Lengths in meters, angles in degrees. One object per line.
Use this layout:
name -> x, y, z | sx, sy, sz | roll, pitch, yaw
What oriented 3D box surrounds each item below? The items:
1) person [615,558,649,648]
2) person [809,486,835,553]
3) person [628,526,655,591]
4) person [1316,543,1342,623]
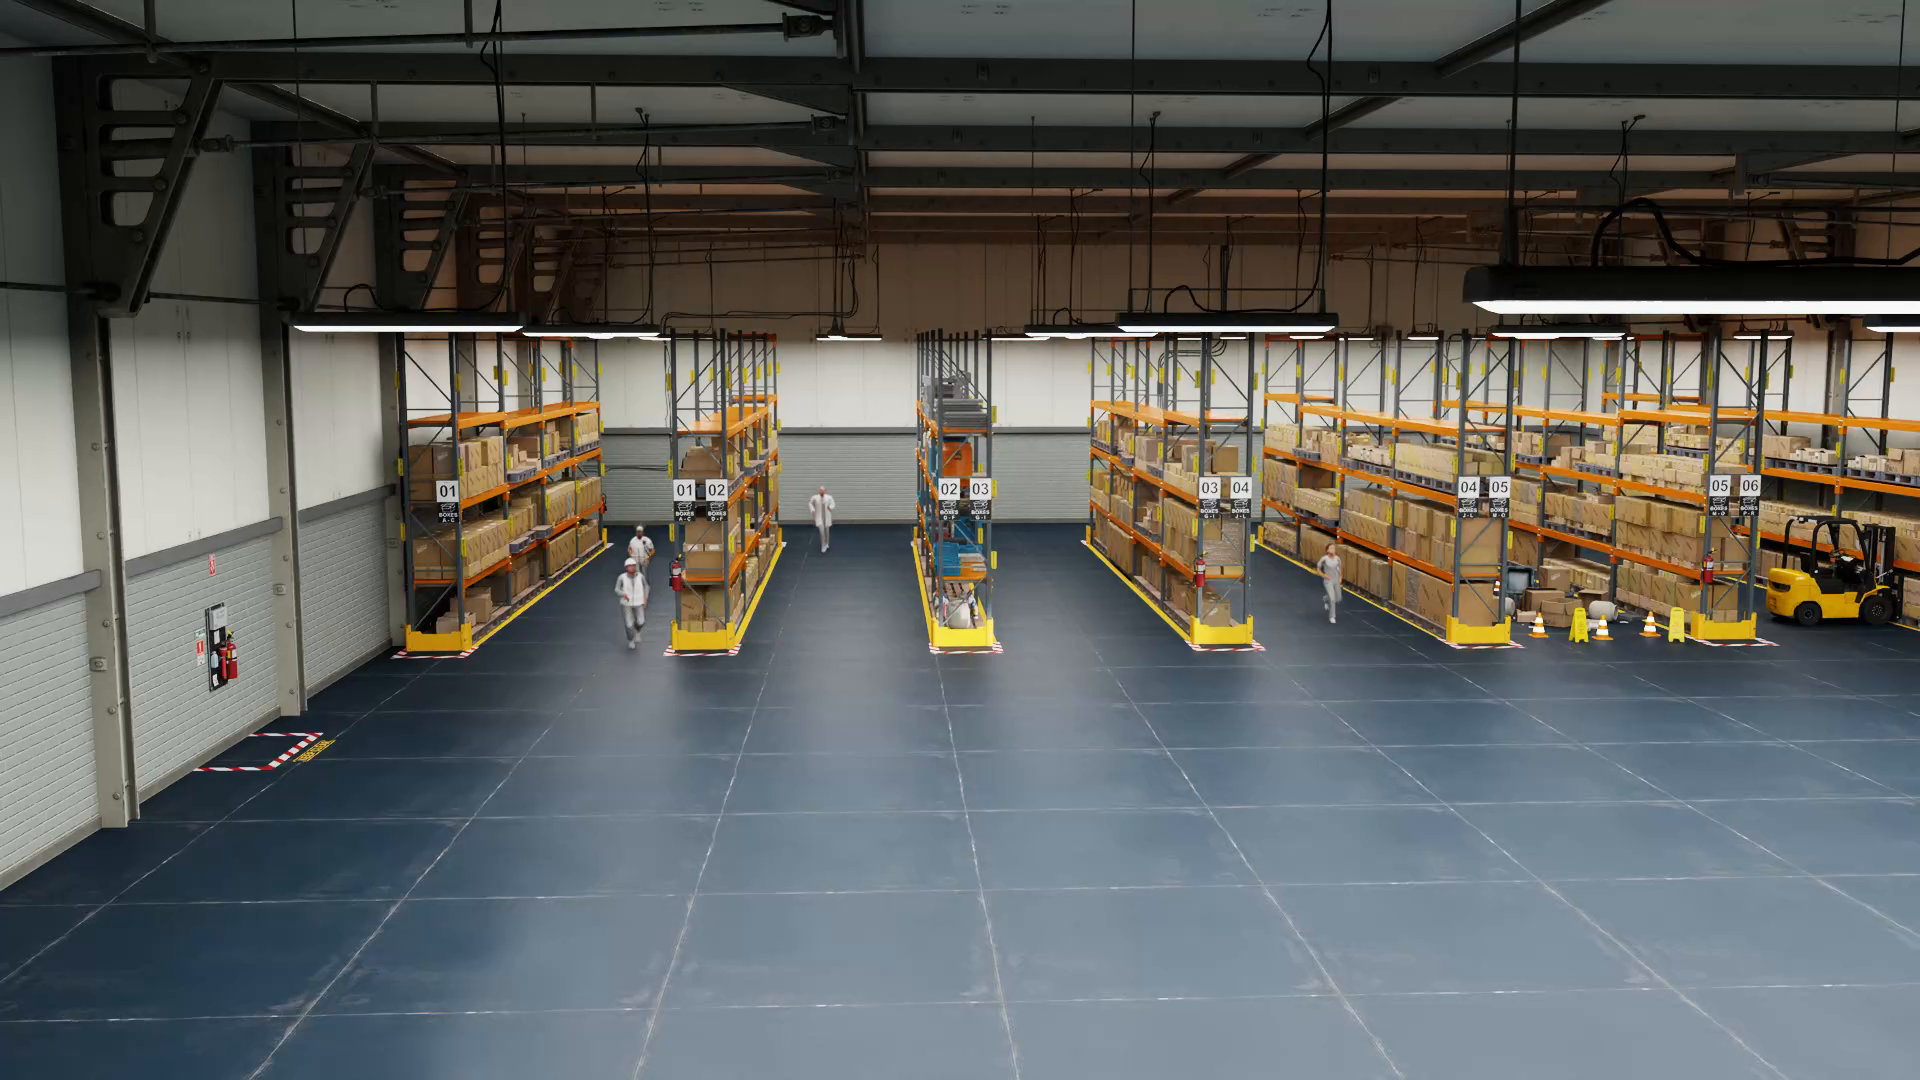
person -> -6.148, 1.196, 31.276 | 0.662, 1.724, 0.625 | -2, 7, -19
person -> -3.803, -0.593, 46.072 | 0.713, 1.805, 0.937 | -2, 7, -13
person -> -7.187, 0.505, 37.473 | 0.618, 1.648, 0.719 | 0, 7, -1
person -> 7.655, 0.871, 34.468 | 0.590, 1.627, 0.640 | -2, 7, -18
